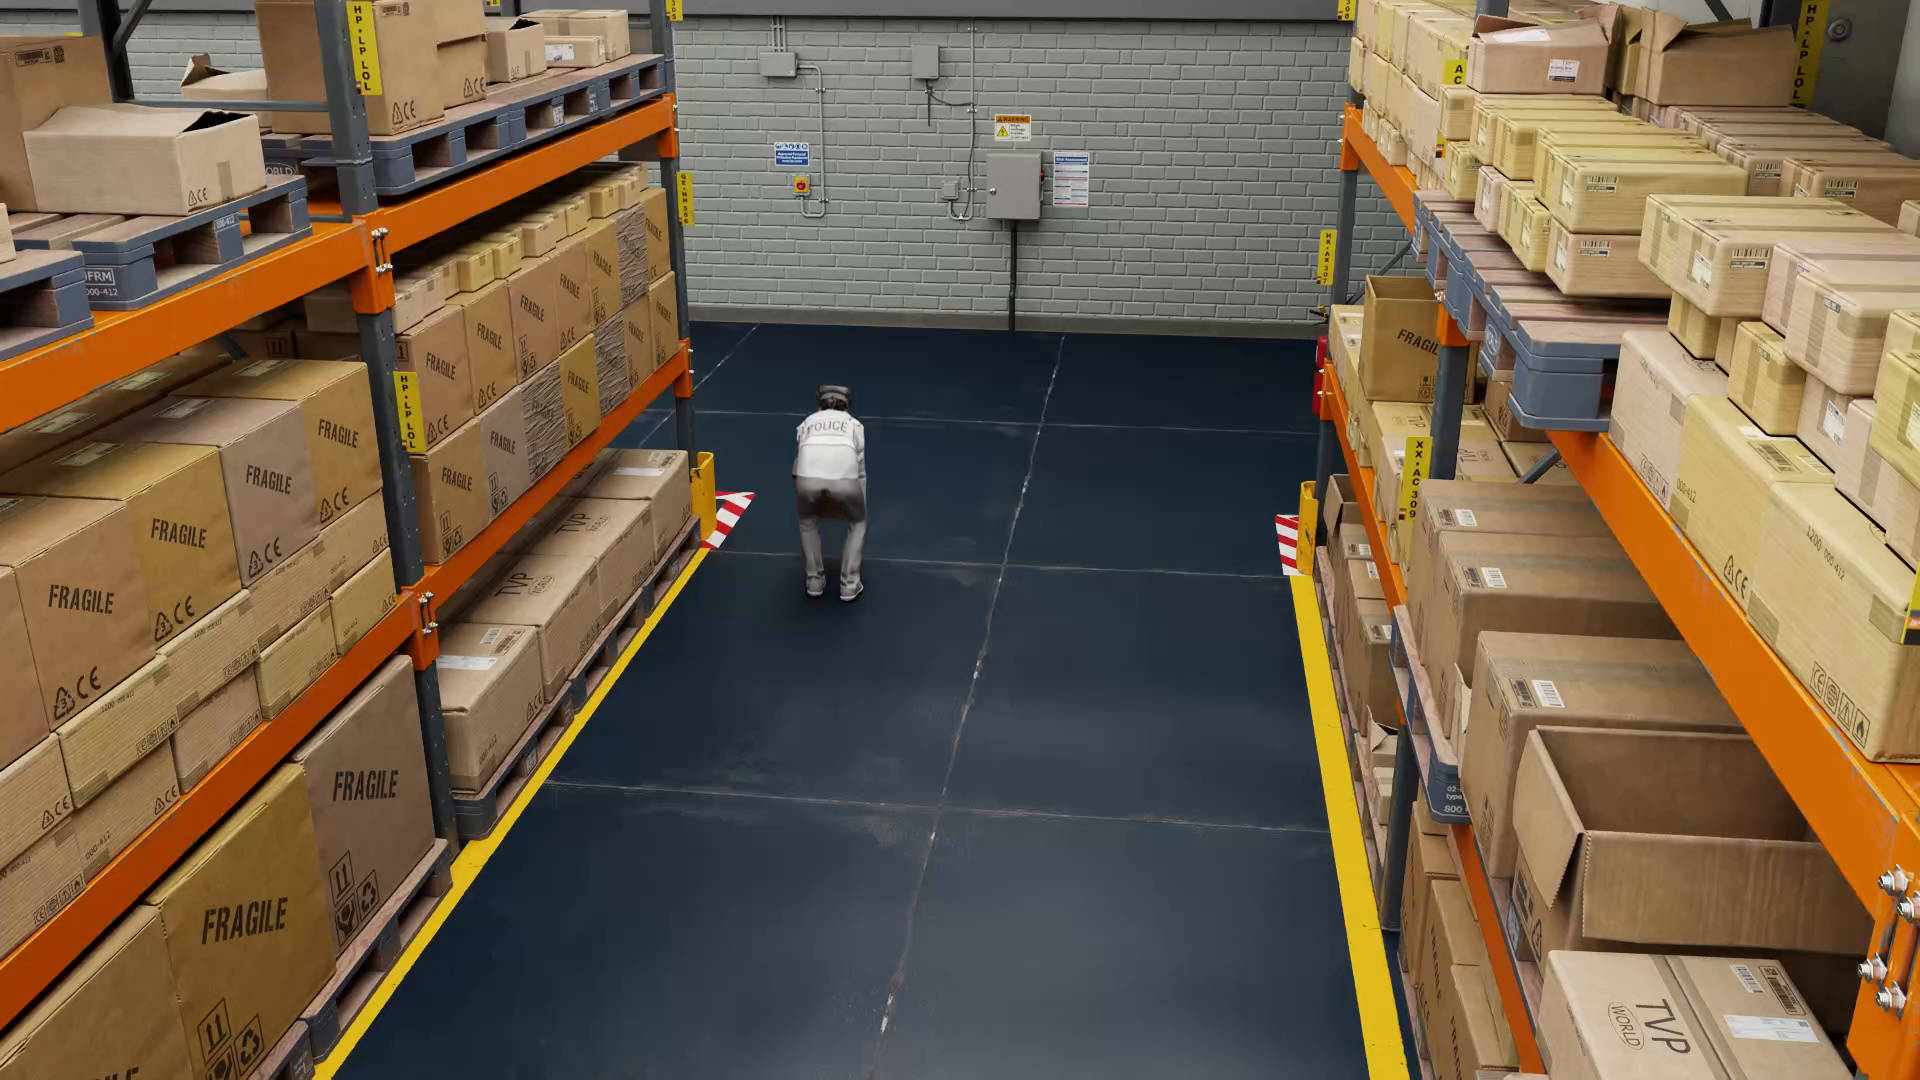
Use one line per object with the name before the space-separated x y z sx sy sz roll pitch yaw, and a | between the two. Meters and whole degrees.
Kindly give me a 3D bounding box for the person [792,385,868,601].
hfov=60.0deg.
person | -0.766 -0.289 10.008 0.436 1.171 0.911 1 21 2
